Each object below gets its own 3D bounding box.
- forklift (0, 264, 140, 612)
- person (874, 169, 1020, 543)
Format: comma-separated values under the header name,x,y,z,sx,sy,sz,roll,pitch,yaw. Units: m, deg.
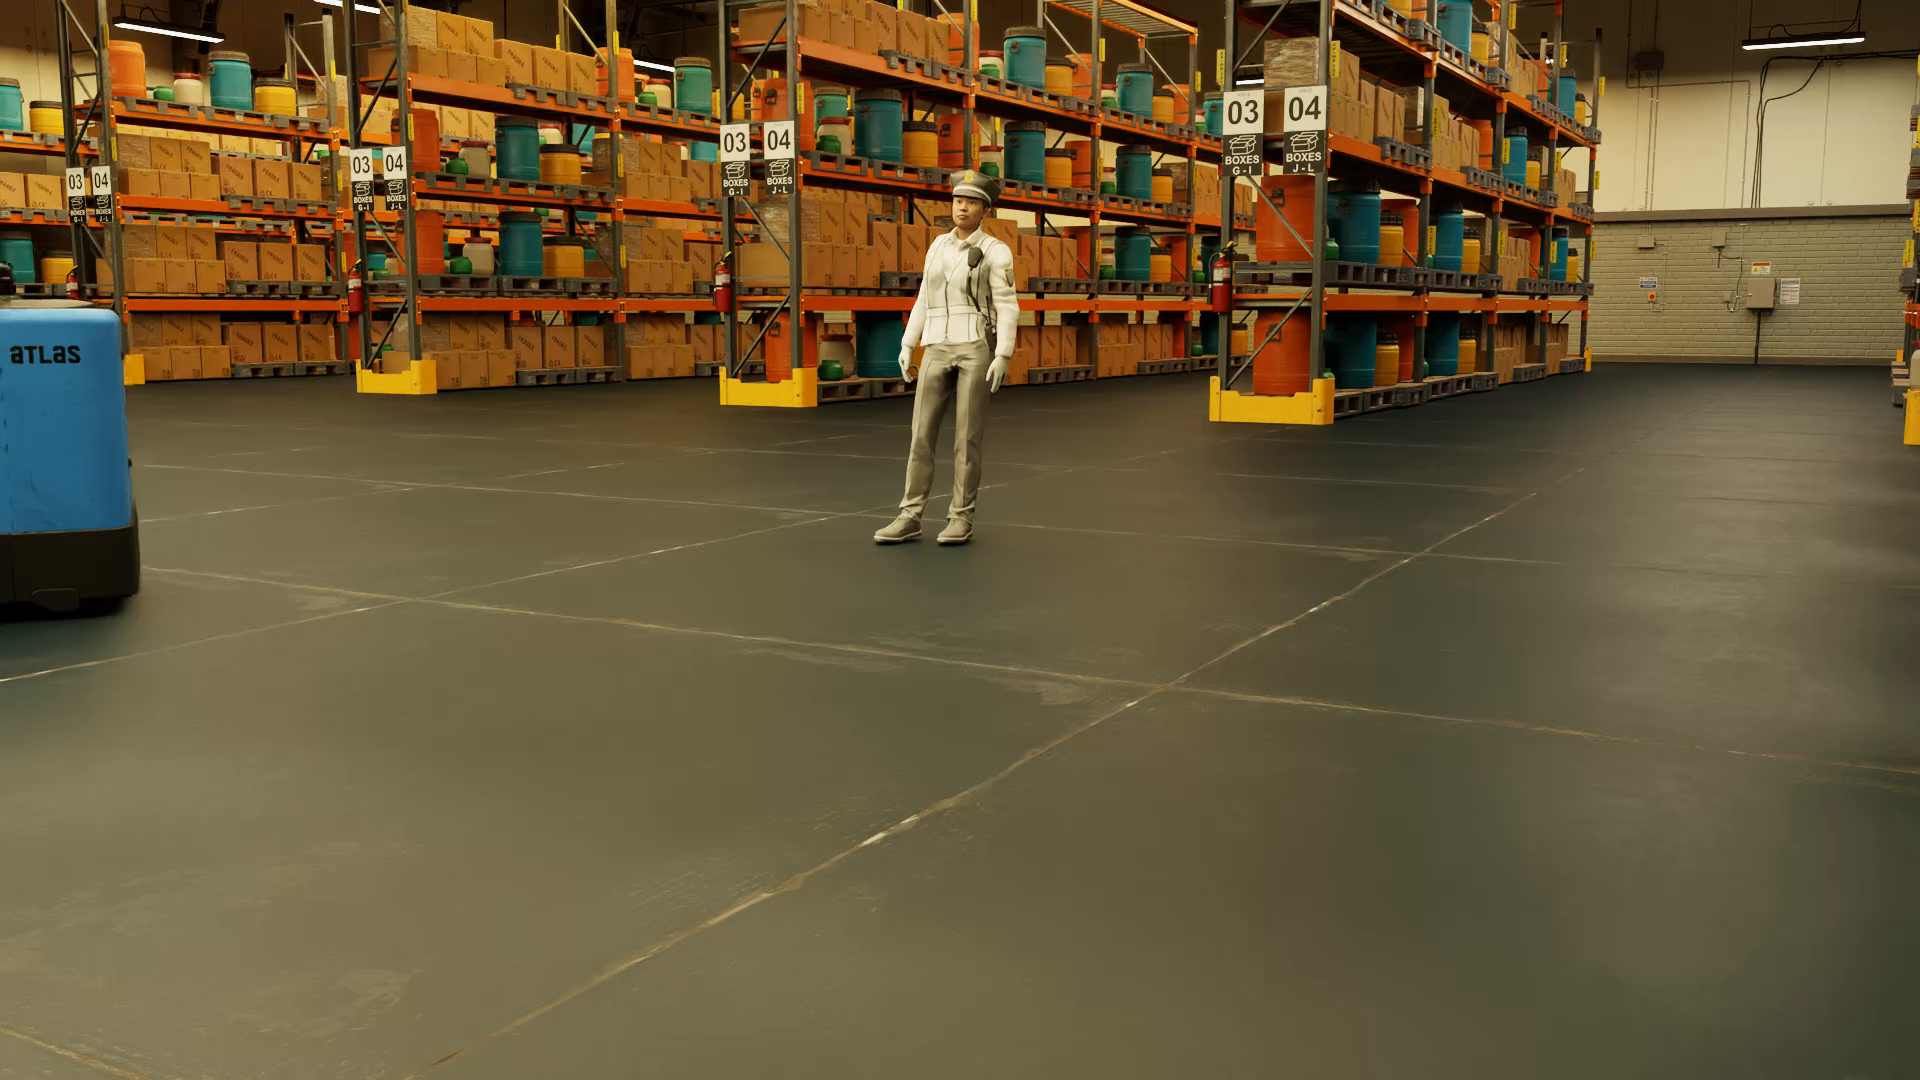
name,x,y,z,sx,sy,sz,roll,pitch,yaw
forklift,-4.496,-1.160,5.500,3.031,2.935,1.130,-4,9,-26
person,-0.039,-0.839,7.641,0.588,1.695,0.531,4,9,29
